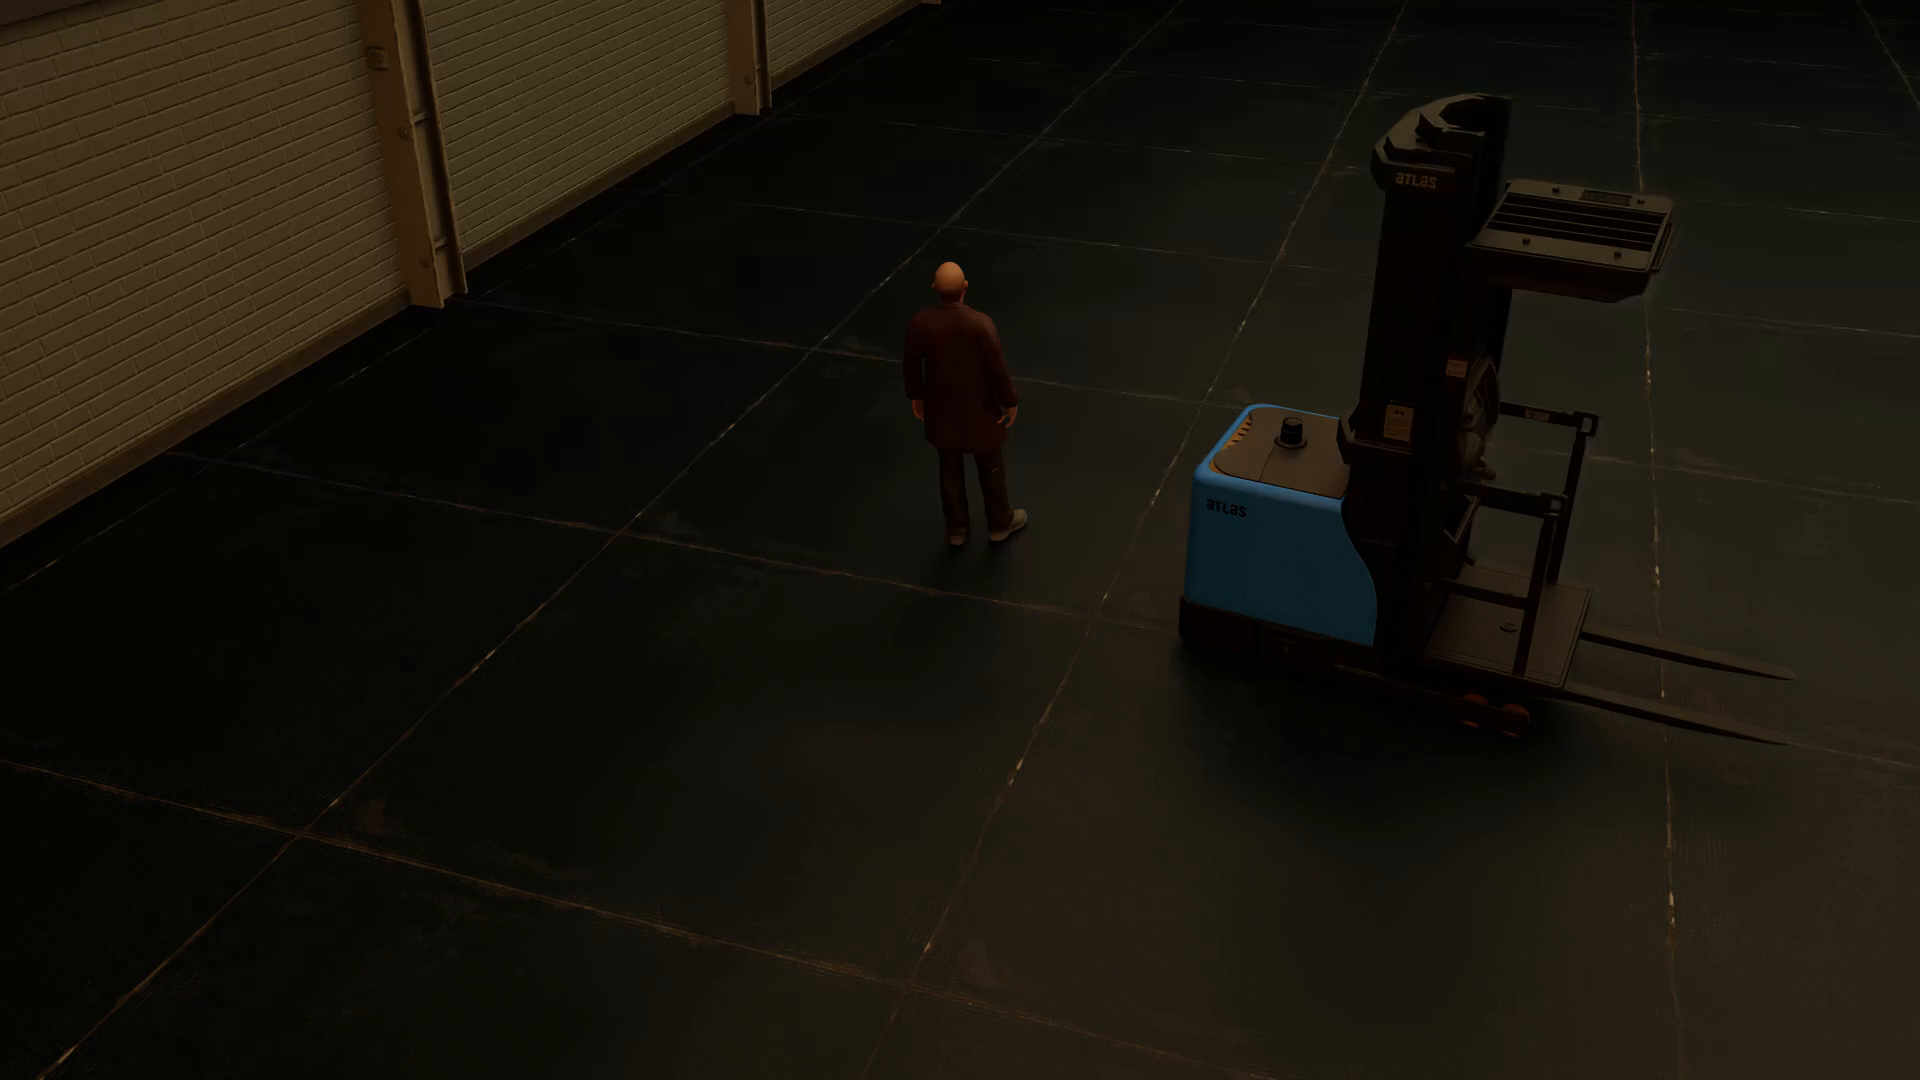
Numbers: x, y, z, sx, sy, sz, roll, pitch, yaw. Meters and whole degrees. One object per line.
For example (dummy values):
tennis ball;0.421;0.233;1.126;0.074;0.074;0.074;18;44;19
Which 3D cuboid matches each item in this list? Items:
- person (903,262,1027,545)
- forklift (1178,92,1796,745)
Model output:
person;0.033;-0.821;9.727;0.698;1.777;0.579;10;31;16
forklift;2.744;-0.584;8.161;3.031;2.935;1.130;14;32;23
